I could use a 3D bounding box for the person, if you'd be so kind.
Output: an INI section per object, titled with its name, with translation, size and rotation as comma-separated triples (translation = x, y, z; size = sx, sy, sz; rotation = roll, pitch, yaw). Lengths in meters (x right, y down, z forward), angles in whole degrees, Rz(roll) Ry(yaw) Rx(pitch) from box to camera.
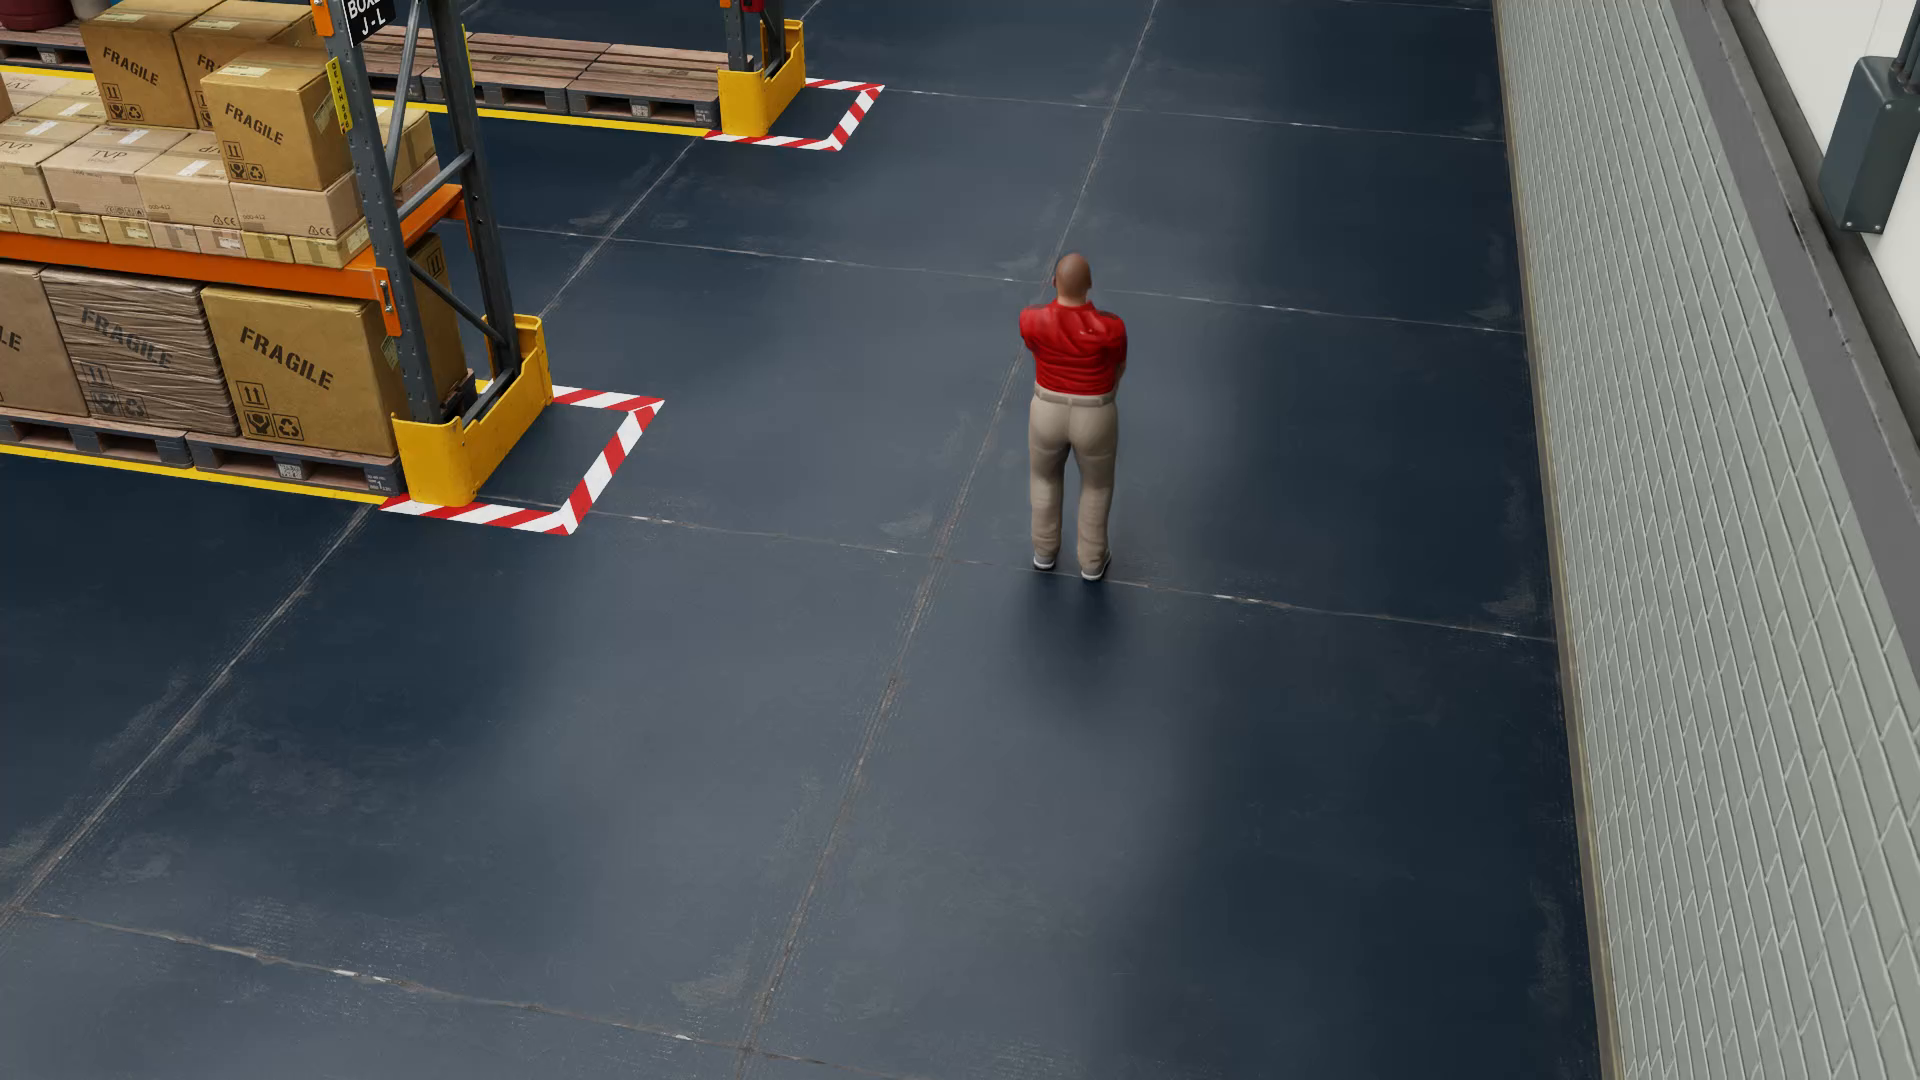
[person]
translation = 0.537, -0.626, 7.840
size = 0.493, 1.719, 0.538
rotation = 8, 37, 11
